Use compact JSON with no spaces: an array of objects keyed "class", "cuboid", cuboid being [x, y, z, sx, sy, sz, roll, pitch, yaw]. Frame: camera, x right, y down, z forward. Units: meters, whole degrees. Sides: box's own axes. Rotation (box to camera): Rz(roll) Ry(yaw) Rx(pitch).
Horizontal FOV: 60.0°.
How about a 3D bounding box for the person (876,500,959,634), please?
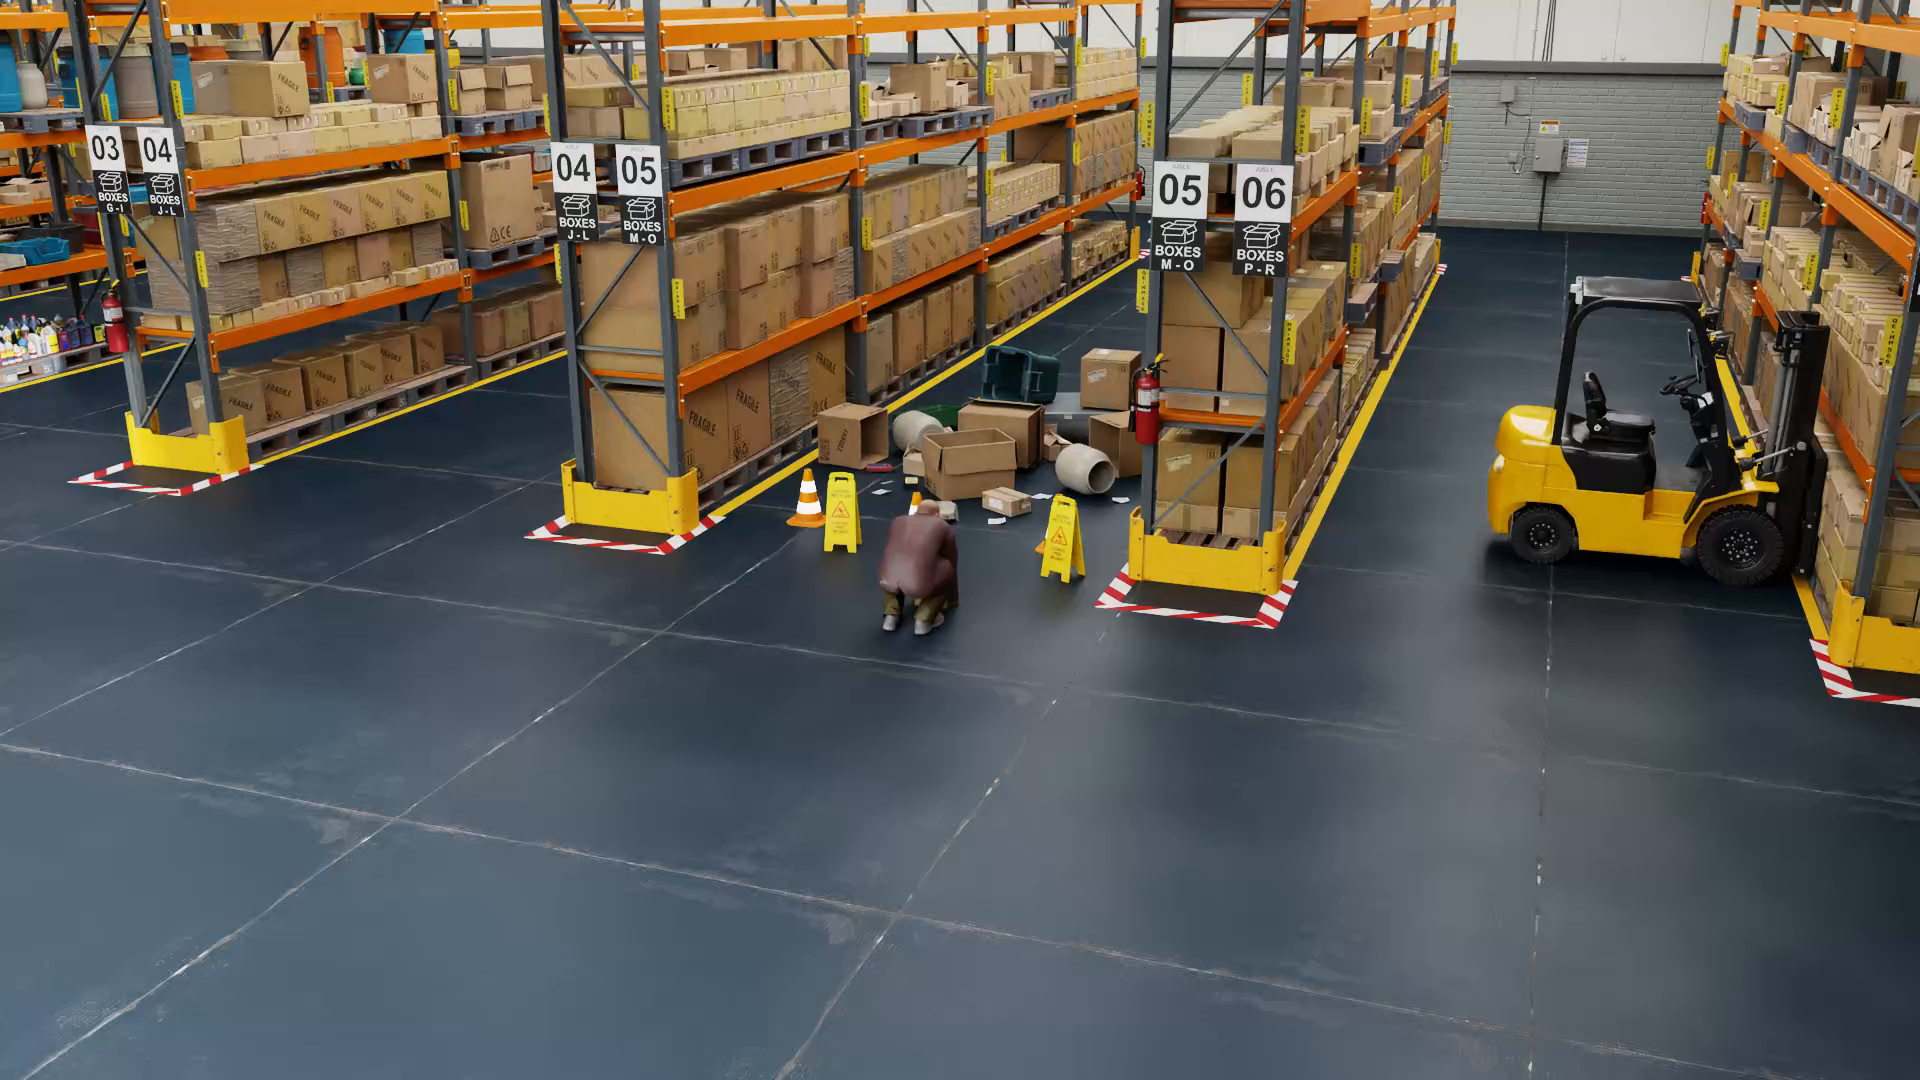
[{"class":"person","cuboid":[-0.295,0.250,12.081,0.581,0.851,0.927,6,19,18]}]
